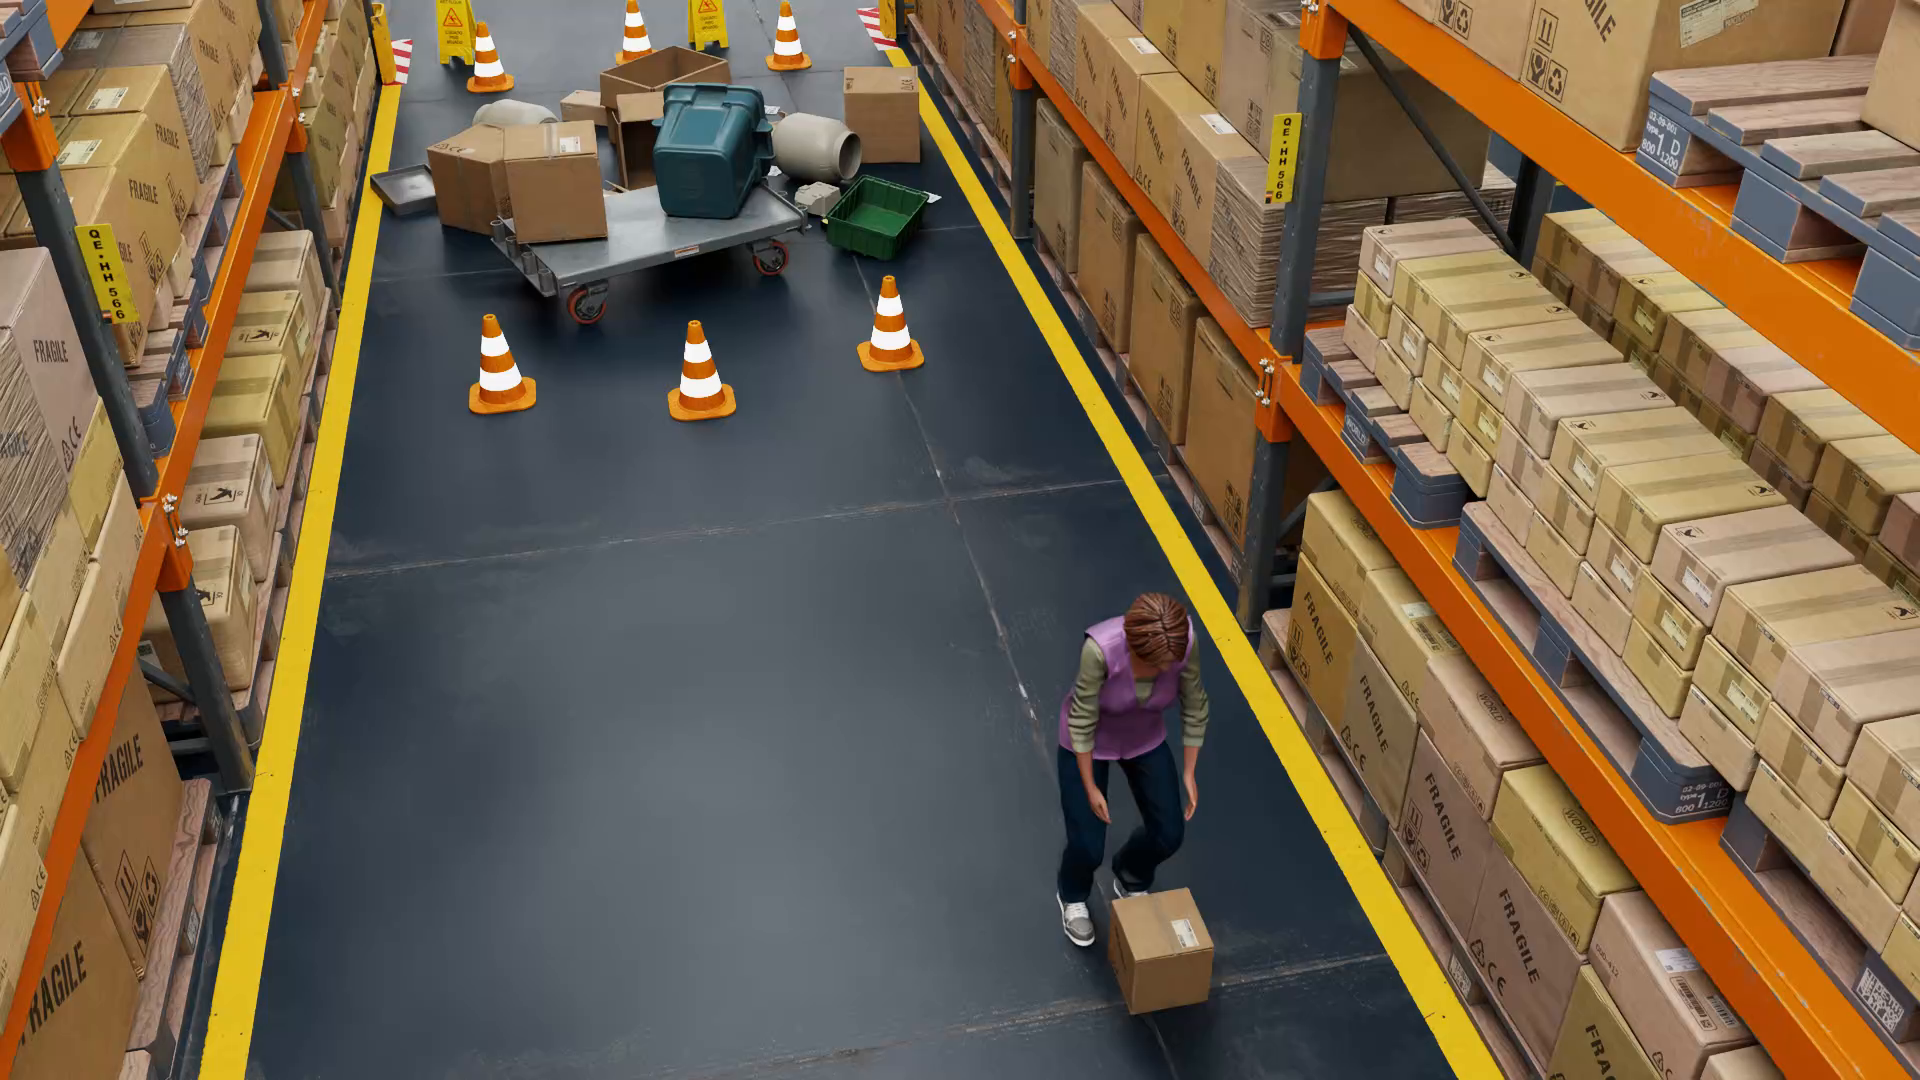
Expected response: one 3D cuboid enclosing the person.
[{"bbox_3d":[0.541,0.692,5.284,0.451,1.464,0.518,-7,35,-10],"label":"person"}]
